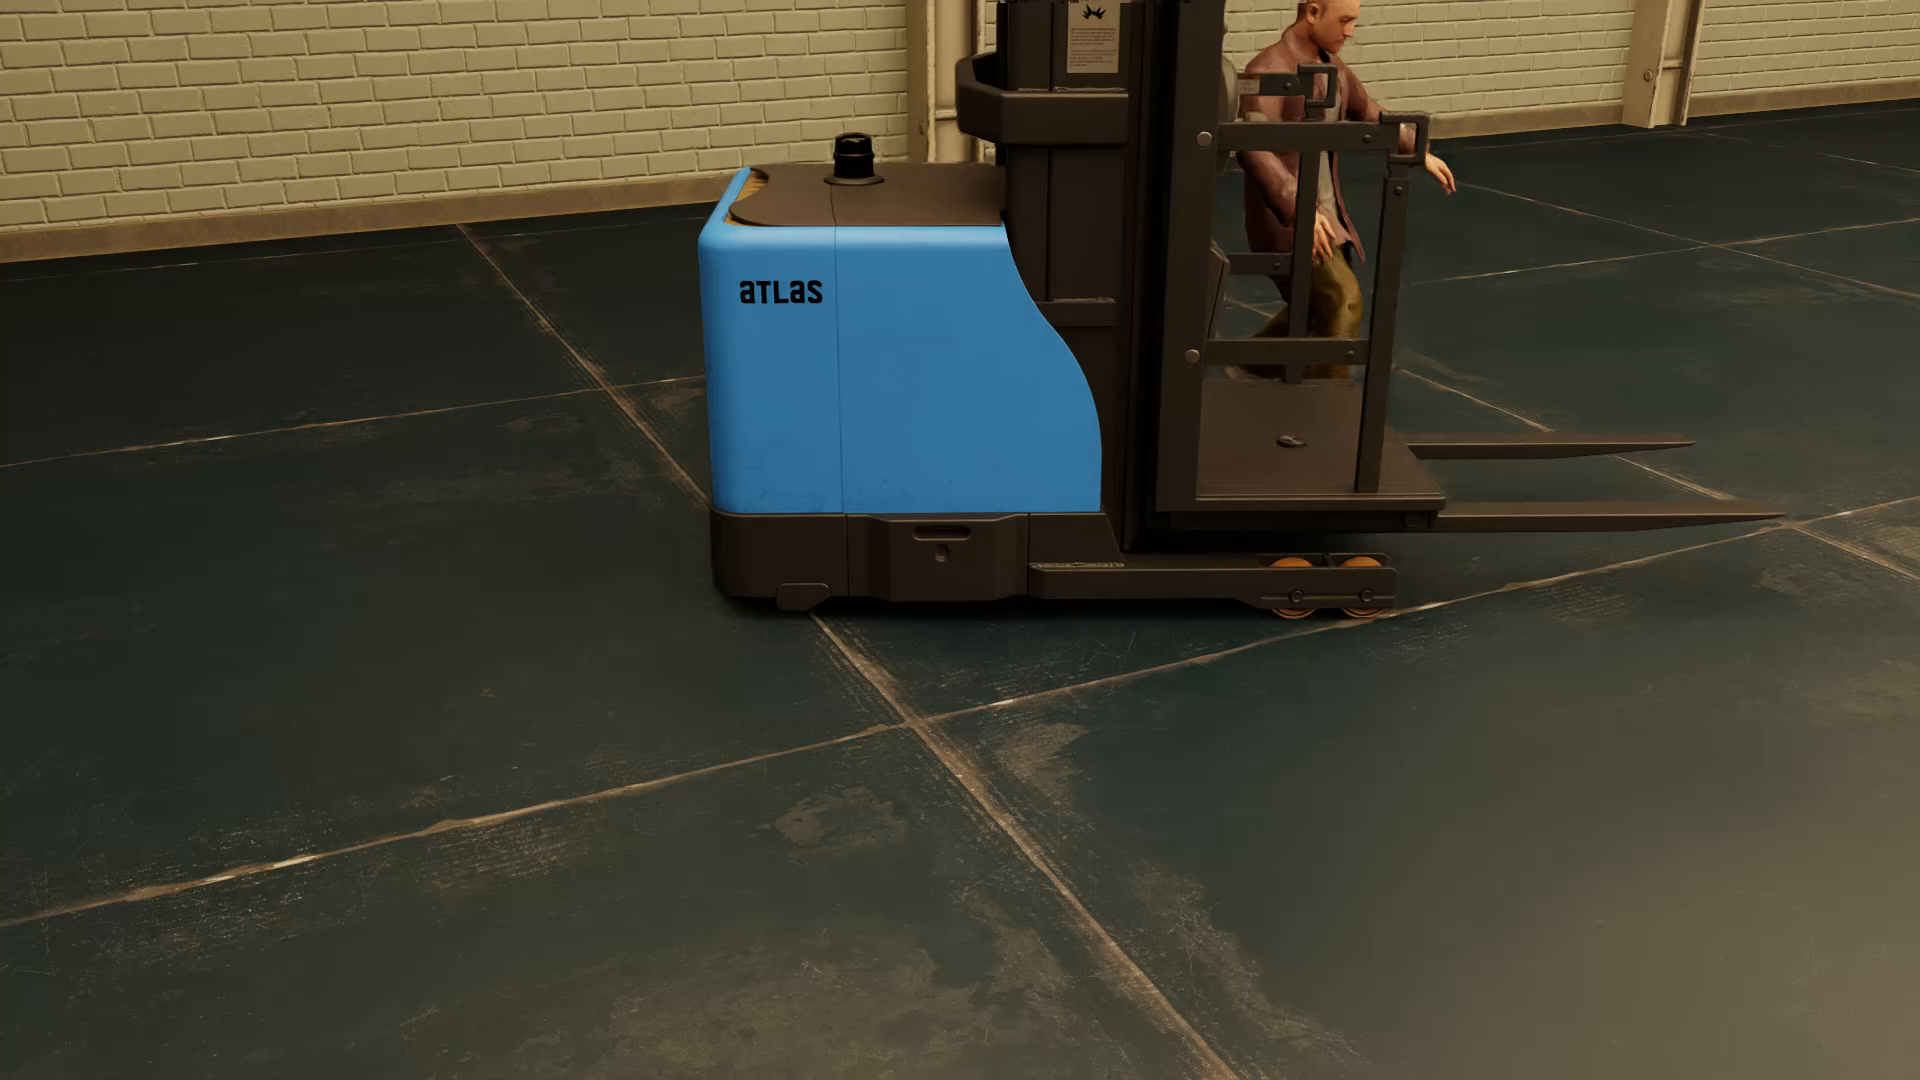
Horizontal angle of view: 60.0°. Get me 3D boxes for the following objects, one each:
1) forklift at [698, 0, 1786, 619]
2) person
[{"bbox_3d":[0.821,-1.340,4.512,3.031,2.935,1.130,0,23,-1],"label":"forklift"},{"bbox_3d":[1.296,-1.138,5.872,0.987,1.652,1.035,16,28,34],"label":"person"}]
